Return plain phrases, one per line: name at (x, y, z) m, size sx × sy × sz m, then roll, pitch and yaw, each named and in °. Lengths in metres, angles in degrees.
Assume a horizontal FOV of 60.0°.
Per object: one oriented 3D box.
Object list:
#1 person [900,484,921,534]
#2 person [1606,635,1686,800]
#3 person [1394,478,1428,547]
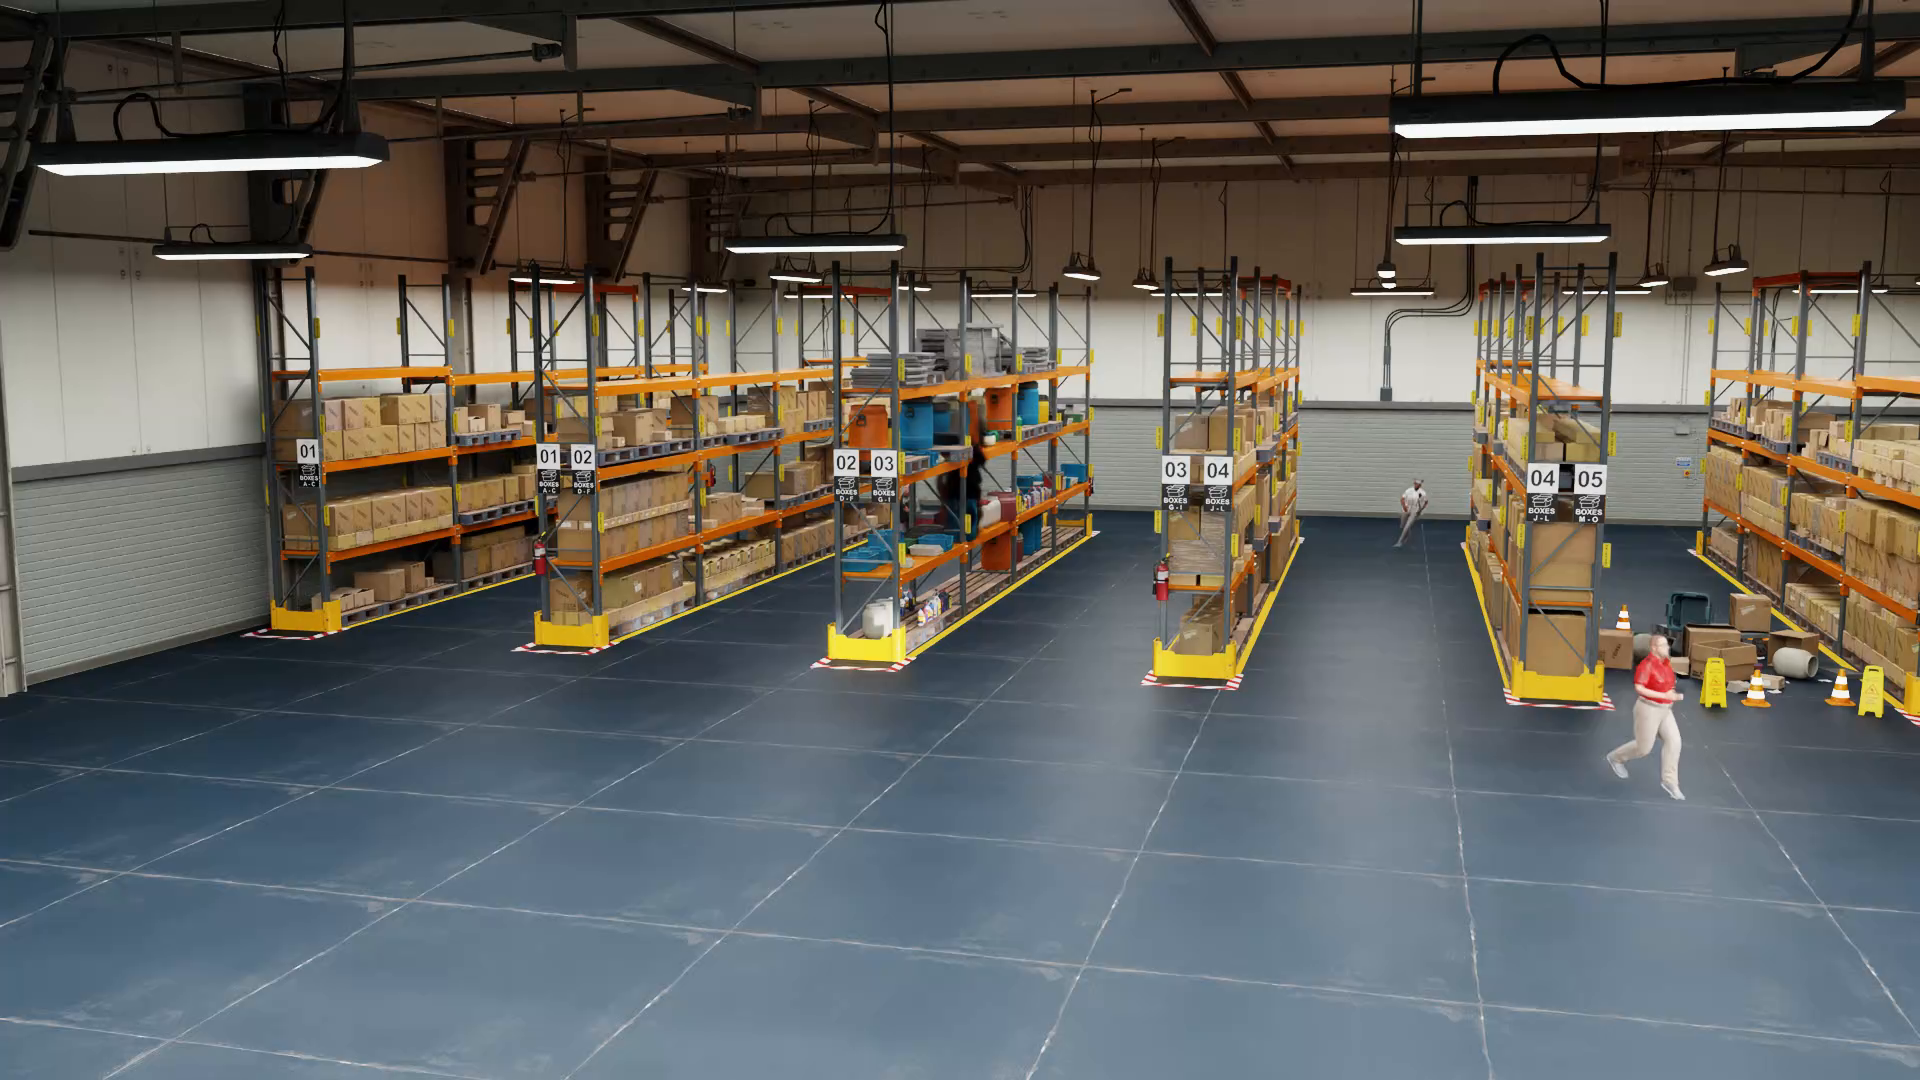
person at (-1.136, -0.316, 35.237) m, size 0.630 × 1.779 × 0.774 m, roll 1°, pitch 7°, yaw 7°
person at (7.479, 1.897, 18.038) m, size 0.693 × 1.785 × 0.937 m, roll -5°, pitch 9°, yaw -36°
person at (10.444, -0.649, 38.347) m, size 0.656 × 1.608 × 0.782 m, roll 4°, pitch 8°, yaw 27°
